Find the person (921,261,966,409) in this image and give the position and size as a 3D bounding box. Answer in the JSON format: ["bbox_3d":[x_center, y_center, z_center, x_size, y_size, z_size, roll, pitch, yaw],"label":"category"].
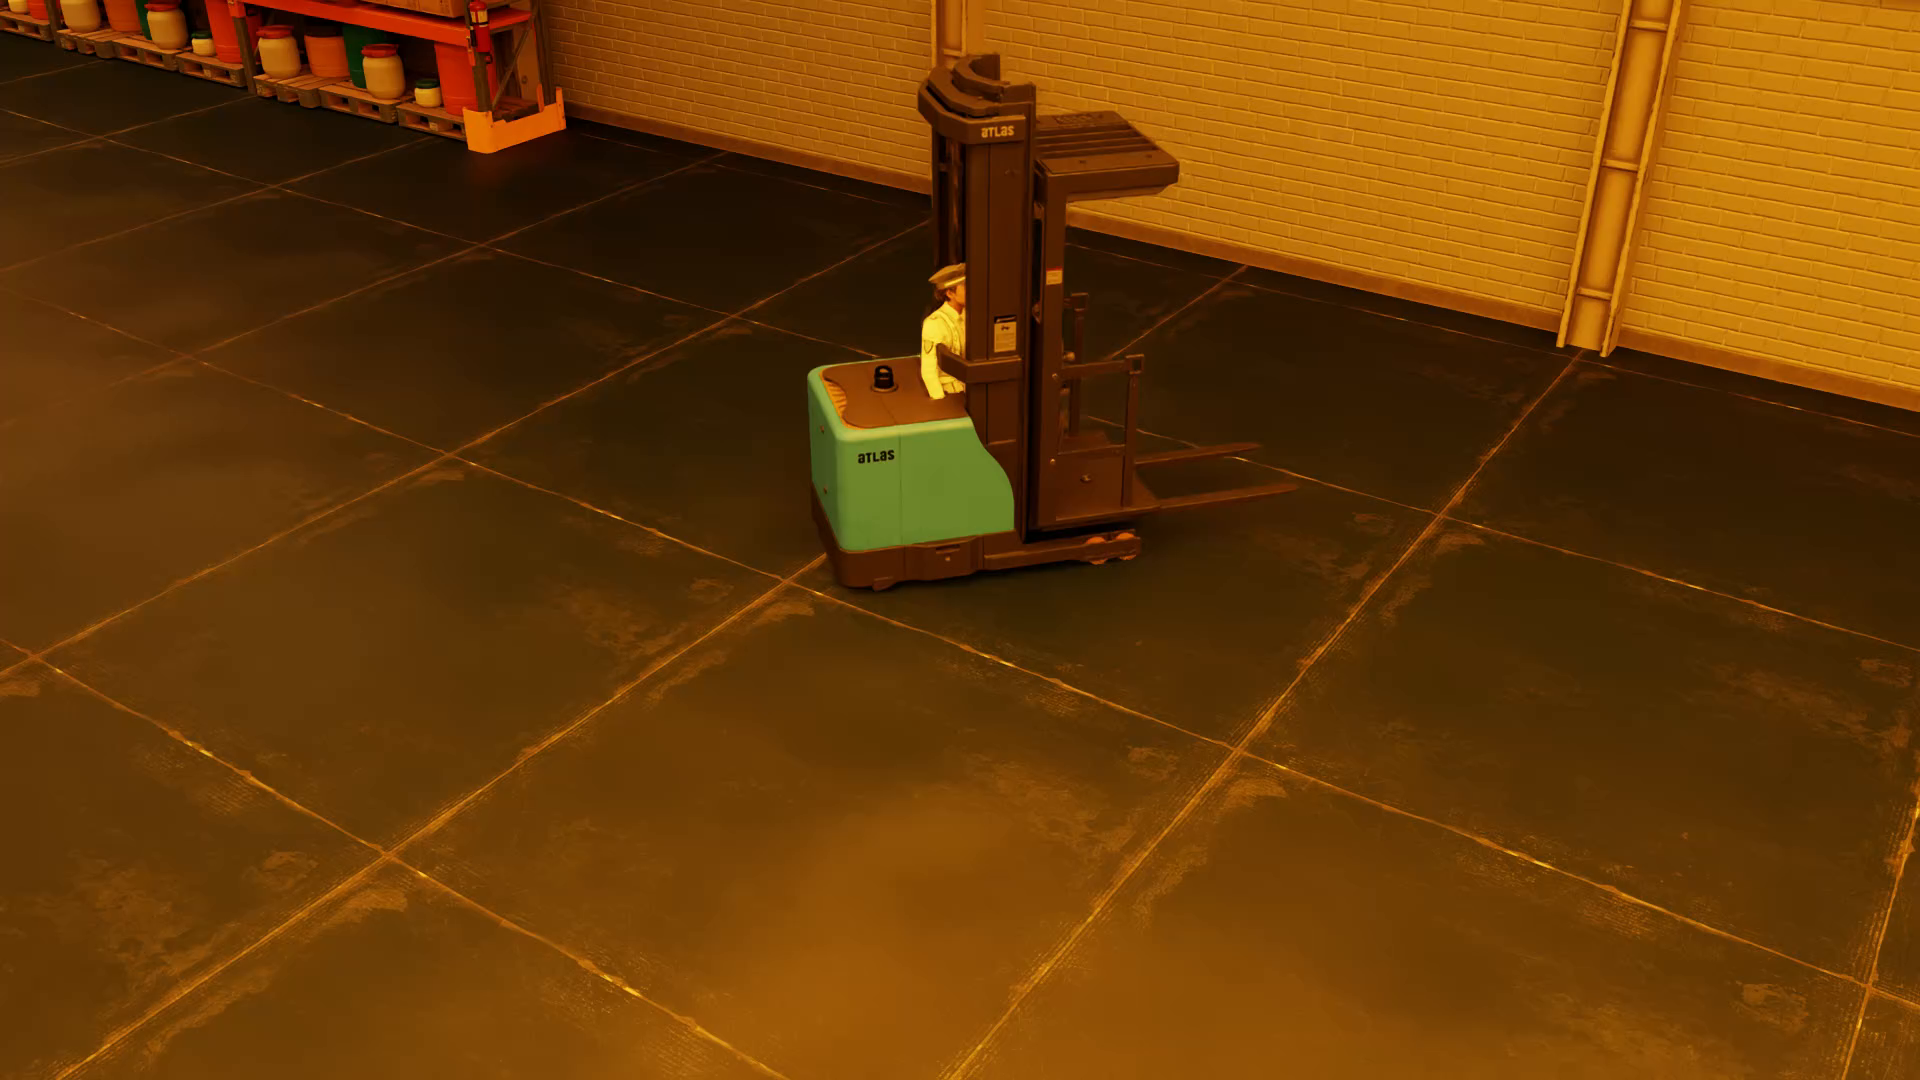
[{"bbox_3d":[0.048,-0.840,9.963,0.549,1.676,0.590,19,35,29],"label":"person"}]

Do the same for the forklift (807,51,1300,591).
[{"bbox_3d":[0.625,-1.366,9.934,3.031,2.935,1.130,-8,31,-13],"label":"forklift"}]
